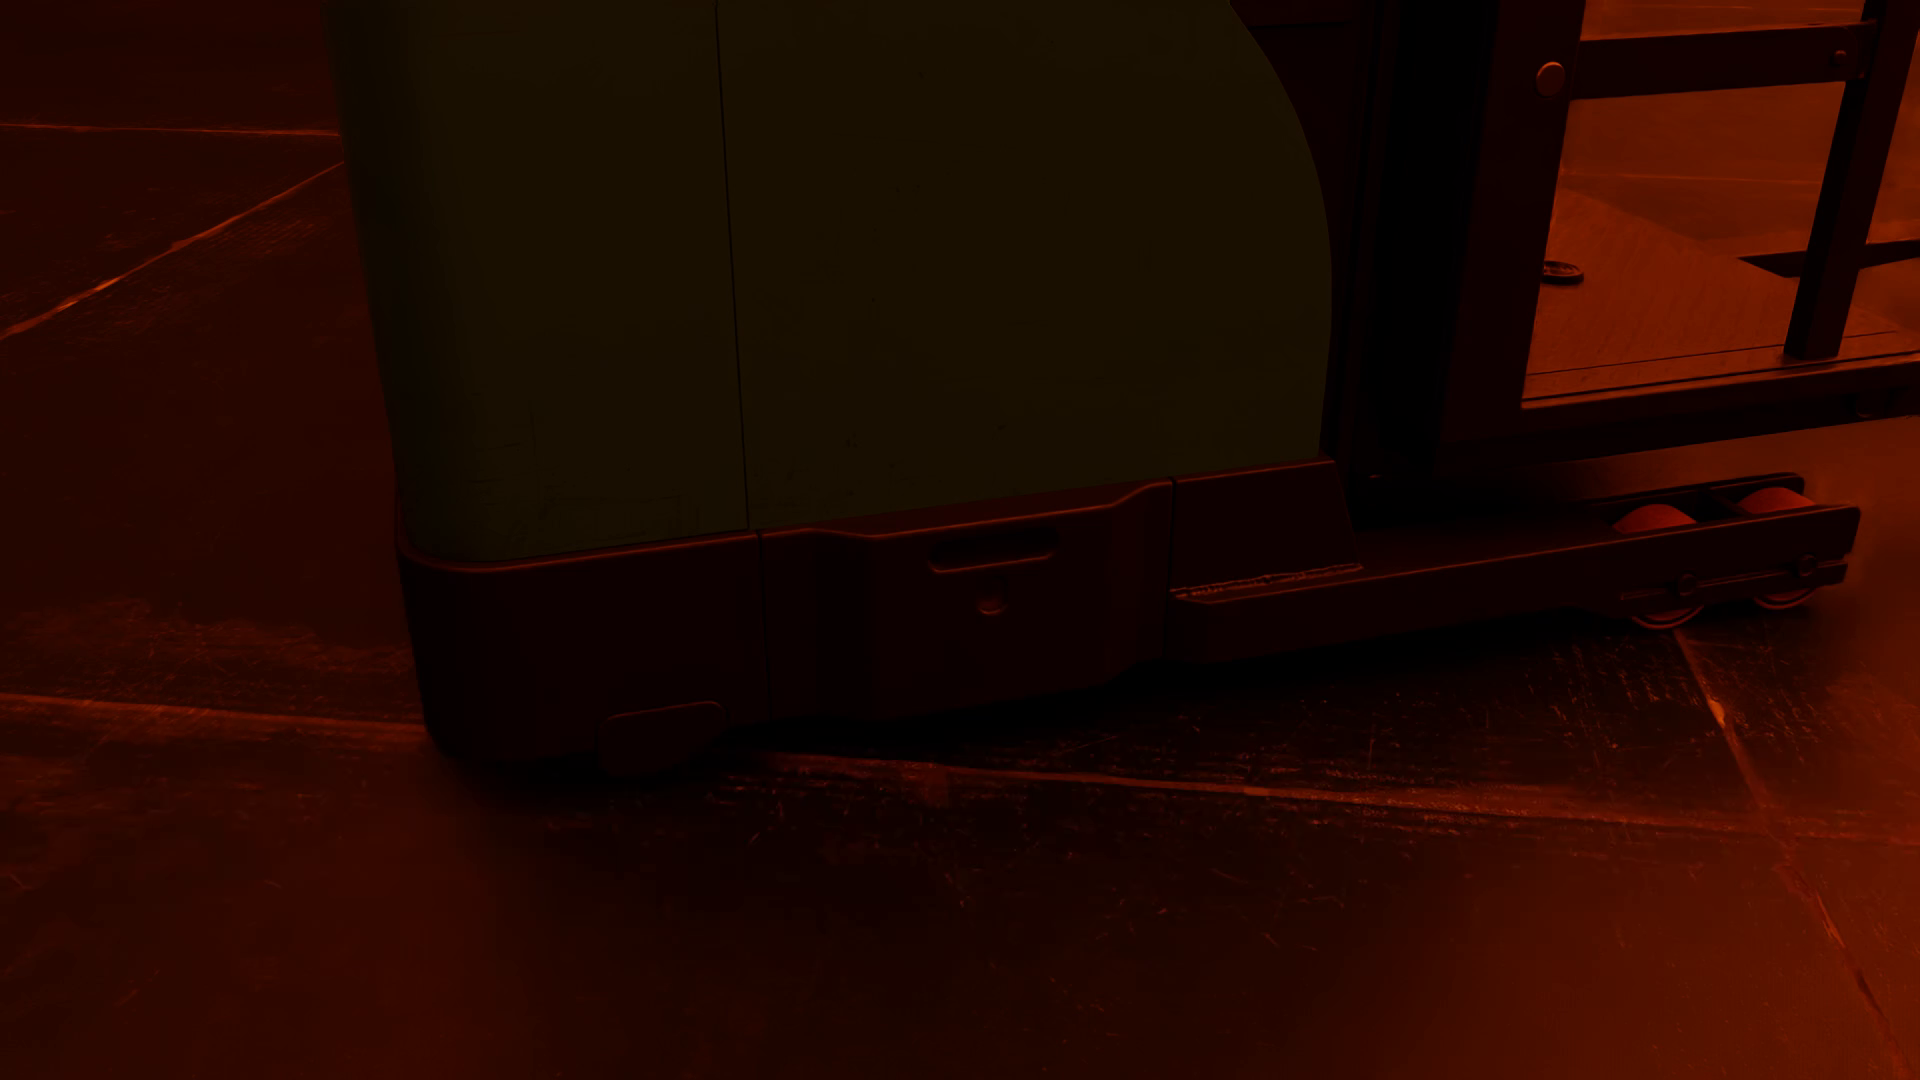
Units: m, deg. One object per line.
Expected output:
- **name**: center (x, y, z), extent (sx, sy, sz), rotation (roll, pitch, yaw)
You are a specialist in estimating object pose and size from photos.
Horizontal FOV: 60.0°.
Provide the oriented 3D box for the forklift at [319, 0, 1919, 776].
- **forklift**: center (0.718, -1.408, 2.039), extent (3.031, 2.935, 1.130), rotation (-8, 28, -15)
